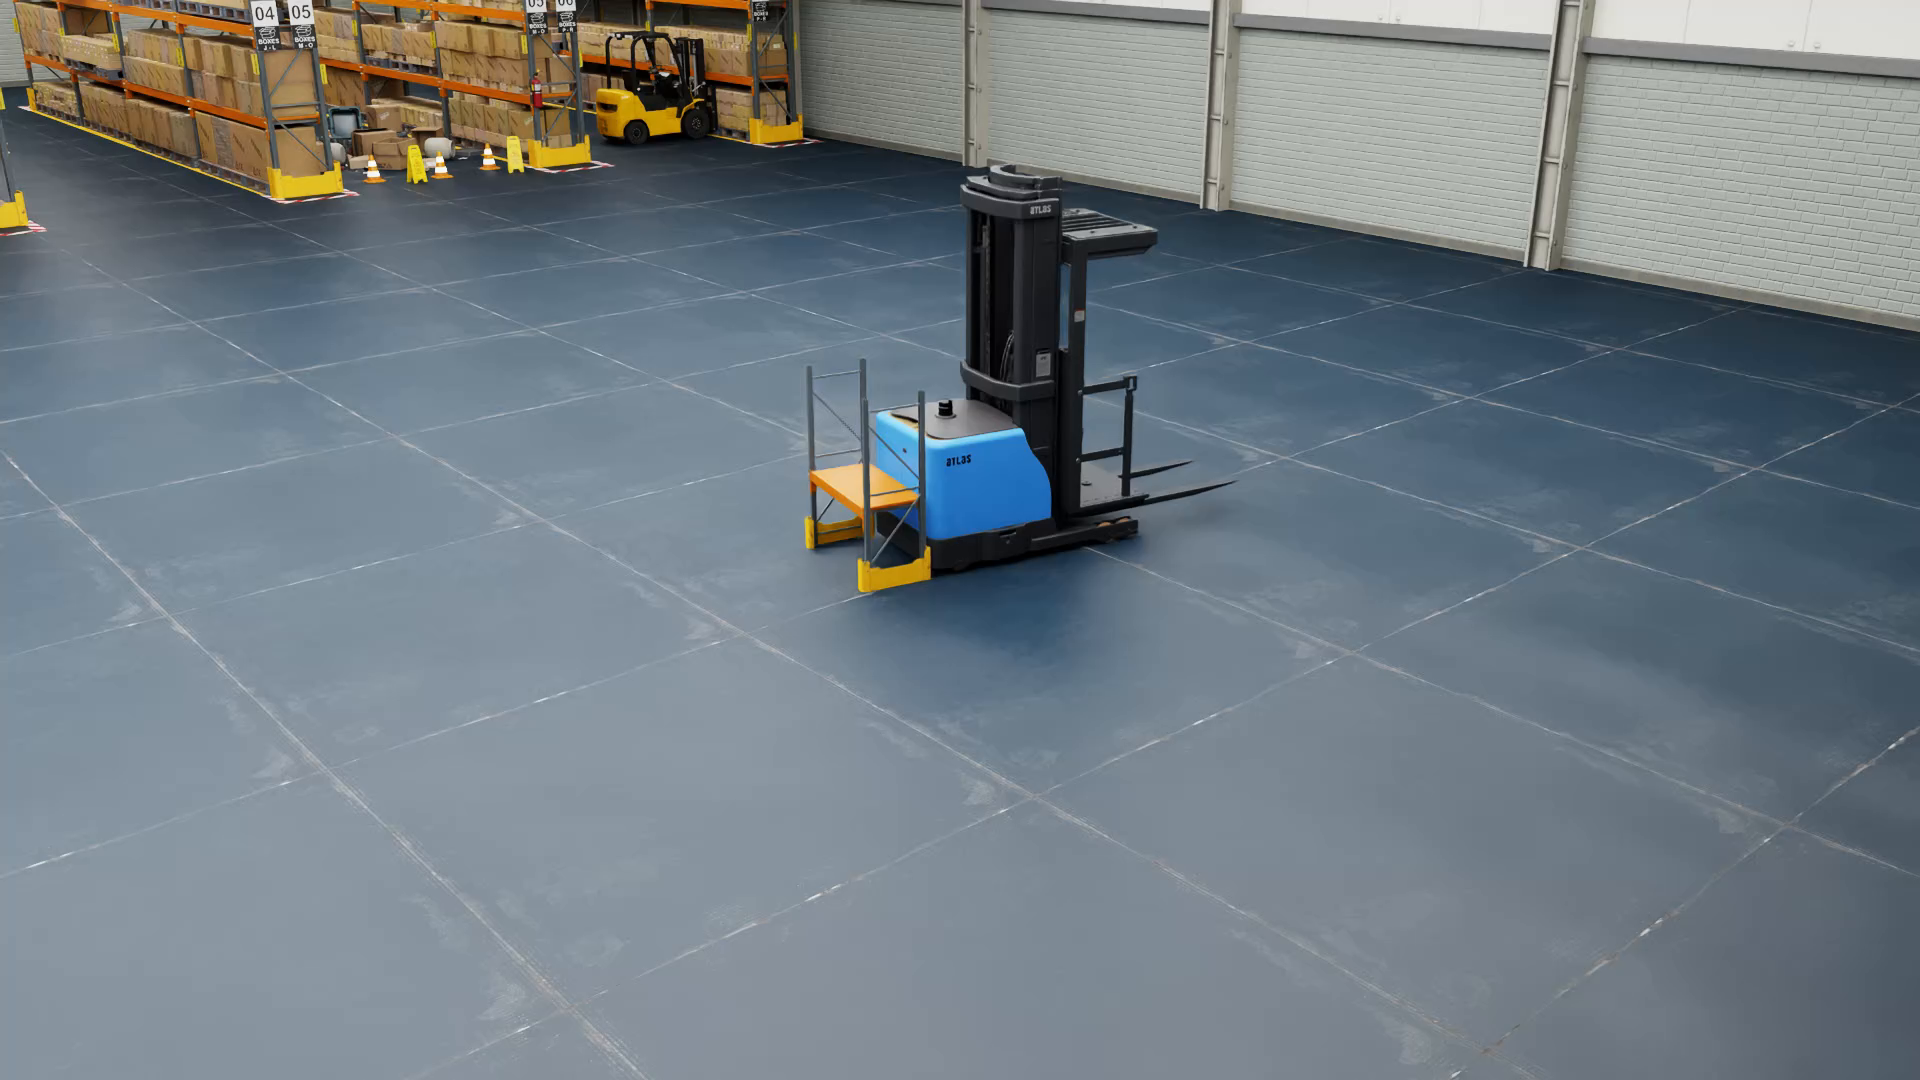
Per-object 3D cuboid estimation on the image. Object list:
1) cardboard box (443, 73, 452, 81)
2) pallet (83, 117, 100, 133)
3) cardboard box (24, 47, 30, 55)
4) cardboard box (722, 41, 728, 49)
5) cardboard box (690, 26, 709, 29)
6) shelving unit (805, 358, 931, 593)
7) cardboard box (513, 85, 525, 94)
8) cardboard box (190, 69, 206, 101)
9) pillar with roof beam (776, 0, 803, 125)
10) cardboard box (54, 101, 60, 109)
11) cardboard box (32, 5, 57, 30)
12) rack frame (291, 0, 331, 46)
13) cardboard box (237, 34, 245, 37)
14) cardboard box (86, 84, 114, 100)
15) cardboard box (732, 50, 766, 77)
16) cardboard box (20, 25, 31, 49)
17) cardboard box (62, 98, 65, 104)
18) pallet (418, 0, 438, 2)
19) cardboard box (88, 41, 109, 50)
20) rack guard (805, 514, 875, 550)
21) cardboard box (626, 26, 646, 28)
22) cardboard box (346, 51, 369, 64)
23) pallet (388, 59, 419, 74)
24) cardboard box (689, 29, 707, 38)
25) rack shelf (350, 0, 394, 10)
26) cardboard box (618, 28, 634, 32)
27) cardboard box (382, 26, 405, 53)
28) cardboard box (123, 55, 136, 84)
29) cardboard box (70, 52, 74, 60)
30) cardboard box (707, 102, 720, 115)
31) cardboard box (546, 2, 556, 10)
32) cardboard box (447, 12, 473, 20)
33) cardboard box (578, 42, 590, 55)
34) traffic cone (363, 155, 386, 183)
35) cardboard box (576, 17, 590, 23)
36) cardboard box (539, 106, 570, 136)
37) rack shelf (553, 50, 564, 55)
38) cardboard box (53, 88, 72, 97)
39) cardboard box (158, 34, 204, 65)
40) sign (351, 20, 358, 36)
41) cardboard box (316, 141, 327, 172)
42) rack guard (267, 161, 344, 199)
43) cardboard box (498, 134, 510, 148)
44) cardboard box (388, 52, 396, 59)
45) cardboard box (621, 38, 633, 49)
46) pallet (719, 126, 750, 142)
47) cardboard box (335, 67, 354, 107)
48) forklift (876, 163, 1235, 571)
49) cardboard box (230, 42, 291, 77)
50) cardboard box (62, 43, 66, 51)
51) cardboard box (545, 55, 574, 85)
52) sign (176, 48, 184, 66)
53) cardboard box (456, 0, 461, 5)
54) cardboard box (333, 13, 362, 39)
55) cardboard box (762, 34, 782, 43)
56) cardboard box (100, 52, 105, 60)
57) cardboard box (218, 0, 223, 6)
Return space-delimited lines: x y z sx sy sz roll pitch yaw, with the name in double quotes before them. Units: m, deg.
"cardboard box" -10.260 -9.417 33.759 0.380 0.149 0.250 -18 27 -38
"pallet" -18.620 -9.188 36.654 1.003 0.211 1.213 -17 27 -37
"cardboard box" -21.777 -11.522 39.134 0.380 0.149 0.250 -18 28 -38
"cardboard box" -4.758 -10.374 34.830 0.380 0.149 0.250 -18 27 -38
"cardboard box" -5.712 -11.202 36.537 0.380 0.149 0.250 -18 28 -38
"shelving unit" -0.728 -0.522 12.760 0.587 1.500 1.083 -11 24 -26
"cardboard box" -8.268 -8.571 31.600 0.380 0.149 0.250 -18 28 -38
"cardboard box" -13.657 -8.462 30.770 0.875 0.550 0.550 -17 27 -37
"pillar with roof beam" -6.887 -11.951 31.657 9.100 9.000 0.400 -17 27 -37
"cardboard box" -20.621 -10.030 38.312 0.380 0.149 0.250 -17 27 -37
"cardboard box" -20.656 -11.843 37.693 0.500 0.500 0.500 -19 28 -39
"rack frame" -15.445 -11.908 39.774 1.000 3.000 0.127 -17 27 -37
"cardboard box" -17.960 -12.859 42.064 0.500 0.500 0.500 -18 27 -38
"cardboard box" -18.497 -9.669 35.880 0.500 0.250 0.500 -17 27 -36
"cardboard box" -4.374 -9.895 34.498 0.500 0.500 0.500 -18 28 -39
"cardboard box" -21.656 -11.802 38.958 0.500 0.500 0.500 -16 26 -35
"cardboard box" -20.220 -10.020 37.878 0.380 0.149 0.250 -17 27 -36
"pallet" -10.545 -11.203 34.118 1.213 0.211 1.003 -17 27 -37
"cardboard box" -17.848 -10.261 34.523 0.380 0.149 0.250 -17 27 -37
"rack guard" -0.963 -0.100 13.397 0.587 0.250 0.087 -11 24 -26
"cardboard box" -7.492 -11.809 38.496 0.380 0.149 0.250 -17 27 -37
"cardboard box" -13.361 -10.811 37.178 0.500 0.250 0.500 -19 28 -39
"pallet" -11.511 -10.176 35.616 1.003 0.211 1.213 -17 27 -37
"cardboard box" -5.581 -10.872 35.694 0.380 0.149 0.250 -18 27 -38
"rack shelf" -14.139 -12.417 37.947 1.077 0.370 4.000 -17 27 -37
"cardboard box" -7.554 -11.546 37.823 0.380 0.149 0.250 -18 28 -39
"cardboard box" -12.018 -10.717 35.611 0.500 0.500 0.500 -17 27 -37
"cardboard box" -16.429 -9.455 33.373 0.500 0.500 0.500 -17 27 -37
"cardboard box" -18.875 -10.417 35.735 0.380 0.149 0.250 -17 27 -37
"cardboard box" -5.081 -9.262 35.527 0.500 0.250 0.500 -18 28 -39
"cardboard box" -7.582 -10.041 31.239 0.380 0.149 0.250 -17 27 -37
"cardboard box" -13.227 -14.010 43.910 0.500 0.500 0.500 -17 27 -36
"cardboard box" -8.647 -11.595 39.180 0.500 0.250 0.500 -18 28 -39
"traffic cone" -10.567 -6.690 29.929 0.336 0.463 0.334 -17 27 -37
"cardboard box" -9.294 -12.407 40.335 0.500 0.500 0.500 -16 26 -35
"cardboard box" -7.945 -8.152 32.351 0.500 0.500 0.500 -19 28 -39
"rack shelf" -10.381 -12.203 41.514 1.077 0.370 4.000 -17 27 -37
"cardboard box" -20.465 -10.226 37.997 0.380 0.149 0.250 -19 28 -39
"cardboard box" -14.902 -9.421 31.915 0.700 0.500 0.500 -17 27 -37
"sign" -13.252 -11.209 36.401 0.100 0.325 0.005 -17 27 -37
"cardboard box" -12.116 -7.144 31.035 0.500 0.500 0.500 -12 25 -28
"rack guard" -11.280 -6.216 28.668 1.175 0.500 0.348 -17 27 -37
"cardboard box" -8.676 -7.812 32.511 0.500 0.250 0.500 -17 27 -37
"cardboard box" -12.079 -10.446 35.809 0.380 0.149 0.250 -16 26 -34
"cardboard box" -7.320 -11.258 37.636 0.500 0.250 0.500 -18 28 -39
"pallet" -4.385 -8.678 35.351 1.003 0.211 1.213 -17 27 -37
"cardboard box" -13.801 -10.467 38.433 0.875 0.875 0.875 -17 27 -37
"forklift" 0.863 -1.496 13.285 3.031 2.935 1.130 -12 24 -27
"cardboard box" -12.200 -8.388 29.100 0.875 0.550 0.550 -17 27 -37
"cardboard box" -19.220 -10.700 36.051 0.380 0.149 0.250 -17 27 -37
"cardboard box" -7.711 -8.974 31.739 0.500 0.500 0.500 -18 28 -38
"sign" -14.312 -8.862 30.517 0.100 0.325 0.005 -17 27 -37
"cardboard box" -9.698 -10.626 32.733 0.380 0.149 0.250 -16 27 -36
"cardboard box" -13.711 -11.535 37.314 0.500 0.500 0.500 -17 27 -37
"cardboard box" -3.911 -10.406 34.504 0.380 0.149 0.250 -18 28 -38
"cardboard box" -17.361 -9.915 34.046 0.380 0.149 0.250 -16 27 -35
"cardboard box" -12.434 -9.200 28.380 0.380 0.149 0.250 -18 28 -38
